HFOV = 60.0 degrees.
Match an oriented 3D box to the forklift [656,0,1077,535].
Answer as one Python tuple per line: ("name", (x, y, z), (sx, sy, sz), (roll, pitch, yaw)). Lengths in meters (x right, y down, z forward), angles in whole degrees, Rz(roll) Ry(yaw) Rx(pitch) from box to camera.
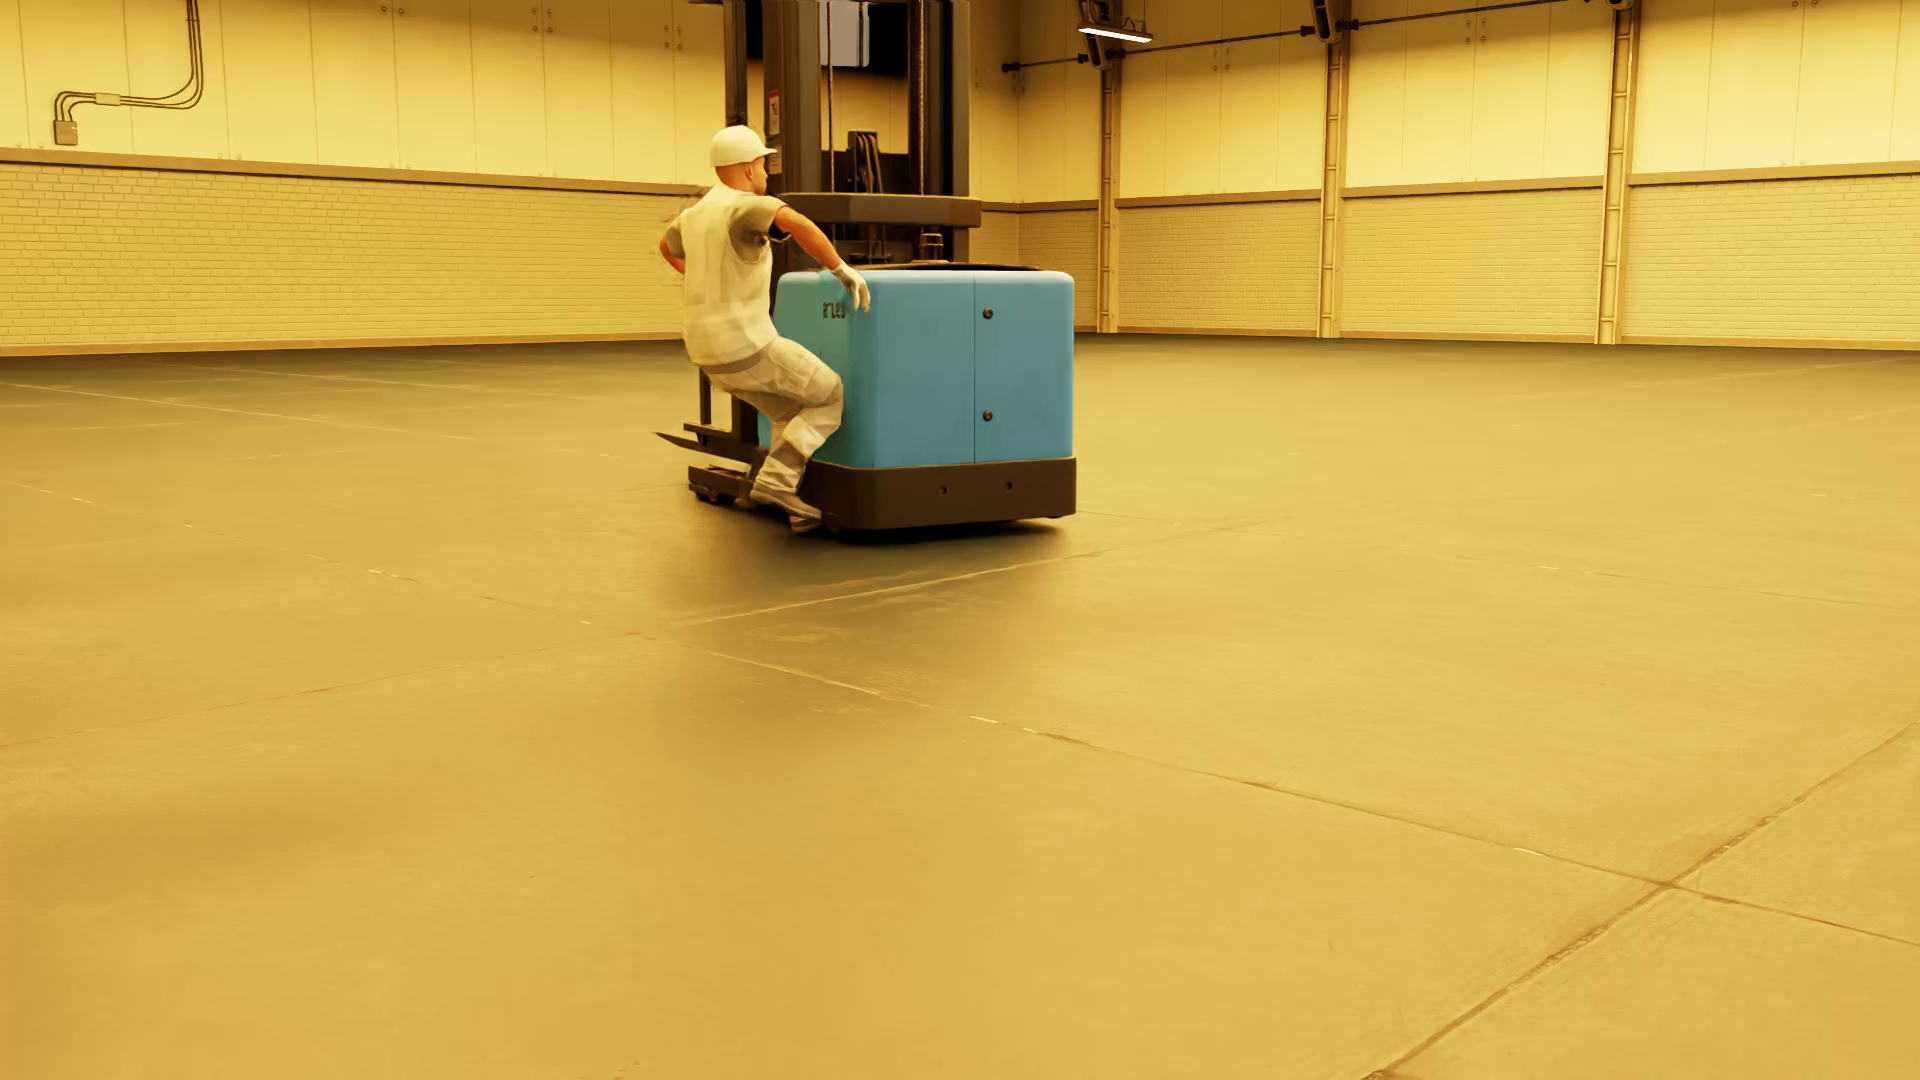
("forklift", (-0.657, -1.647, 7.814), (1.130, 2.935, 3.031), (-5, 10, -28))

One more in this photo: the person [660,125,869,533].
("person", (-0.702, -0.799, 6.607), (0.829, 1.629, 1.105), (-6, 11, -35))
